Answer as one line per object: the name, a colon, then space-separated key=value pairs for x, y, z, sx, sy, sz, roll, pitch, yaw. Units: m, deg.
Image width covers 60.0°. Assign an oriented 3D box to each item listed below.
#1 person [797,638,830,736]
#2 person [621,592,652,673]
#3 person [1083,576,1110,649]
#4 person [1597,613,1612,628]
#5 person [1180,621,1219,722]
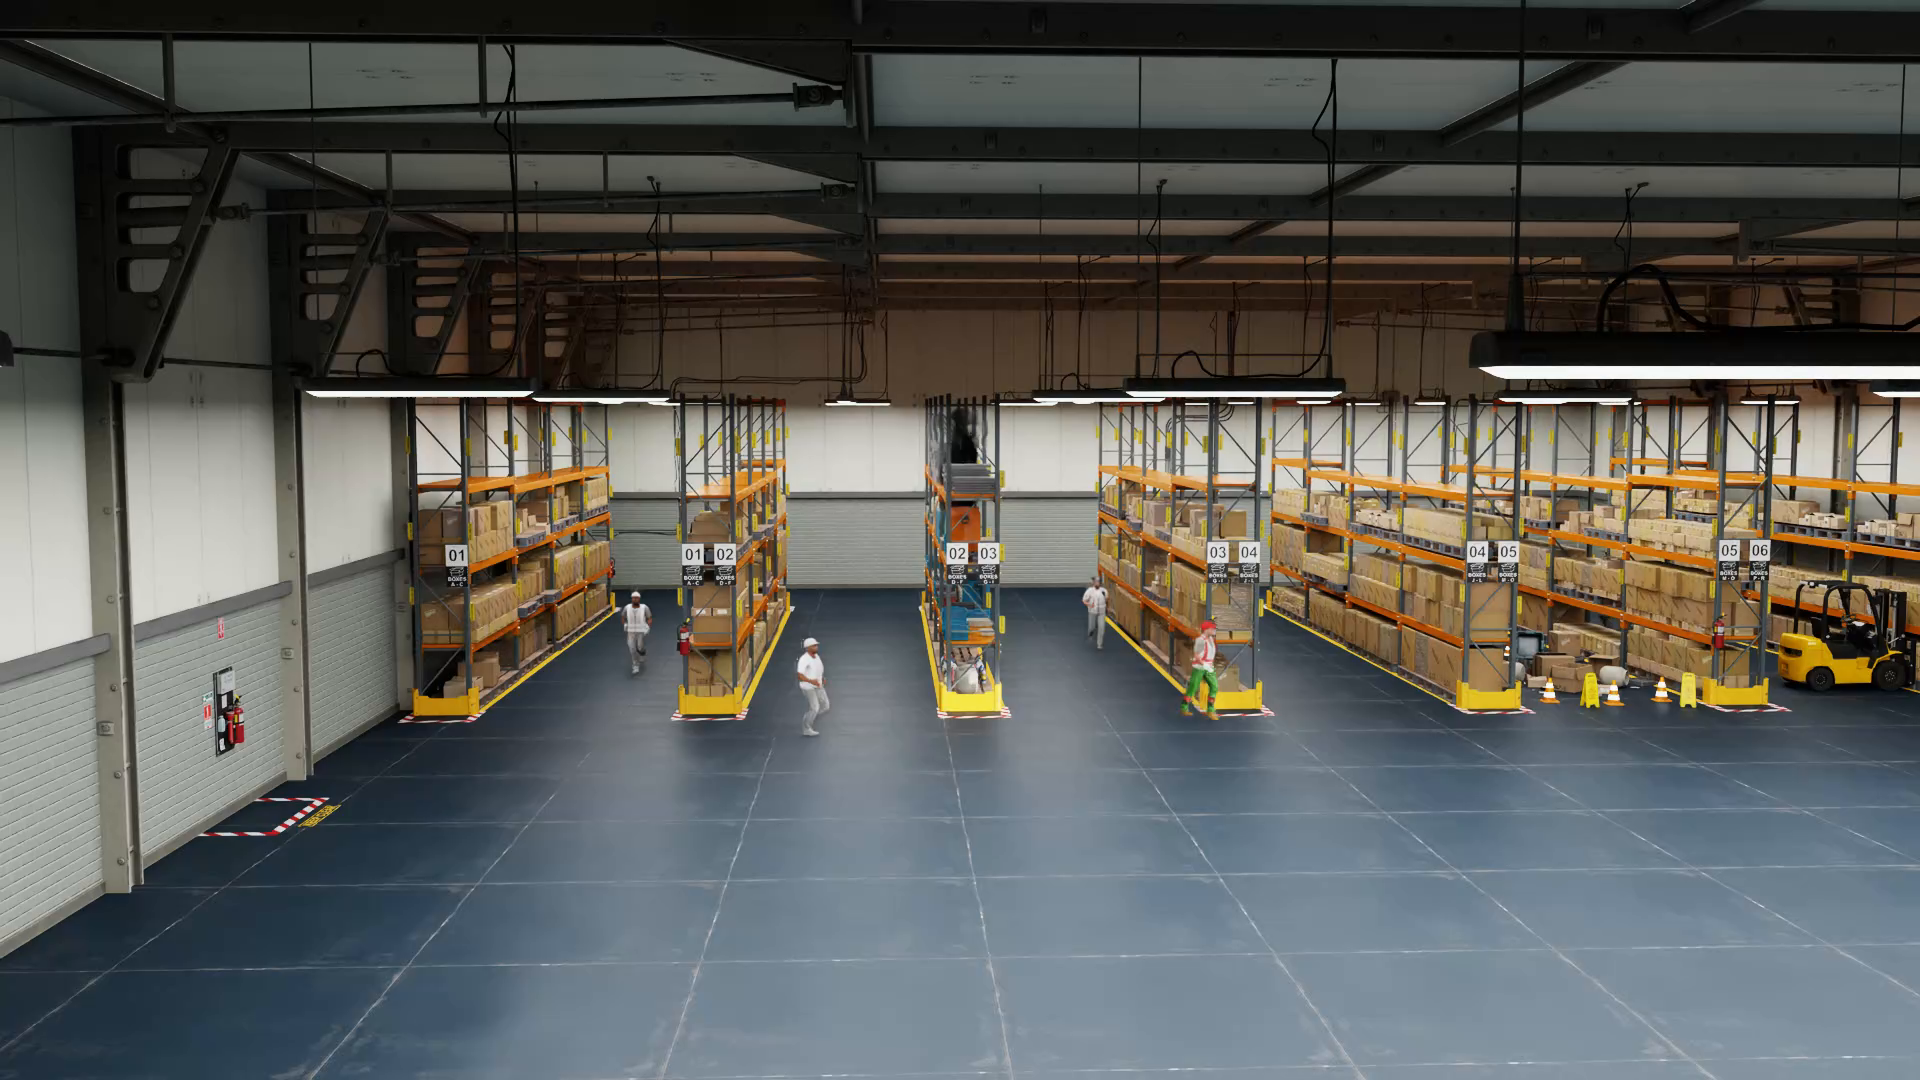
person: x=-2.551 y=2.562 z=29.024 sx=0.569 sy=1.721 sz=0.674 roll=2 pitch=5 yaw=27
person: x=-7.060 y=1.998 z=36.251 sx=0.682 sy=1.748 sz=0.699 roll=0 pitch=5 yaw=-3
person: x=3.277 y=1.711 z=39.738 sx=0.674 sy=1.740 sz=0.782 roll=0 pitch=5 yaw=-6
person: x=16.601 y=1.495 z=42.538 sx=0.718 sy=1.740 sz=0.638 roll=-1 pitch=5 yaw=-9
person: x=4.490 y=2.397 z=30.626 sx=0.721 sy=1.816 sz=0.645 roll=4 pitch=6 yaw=44
